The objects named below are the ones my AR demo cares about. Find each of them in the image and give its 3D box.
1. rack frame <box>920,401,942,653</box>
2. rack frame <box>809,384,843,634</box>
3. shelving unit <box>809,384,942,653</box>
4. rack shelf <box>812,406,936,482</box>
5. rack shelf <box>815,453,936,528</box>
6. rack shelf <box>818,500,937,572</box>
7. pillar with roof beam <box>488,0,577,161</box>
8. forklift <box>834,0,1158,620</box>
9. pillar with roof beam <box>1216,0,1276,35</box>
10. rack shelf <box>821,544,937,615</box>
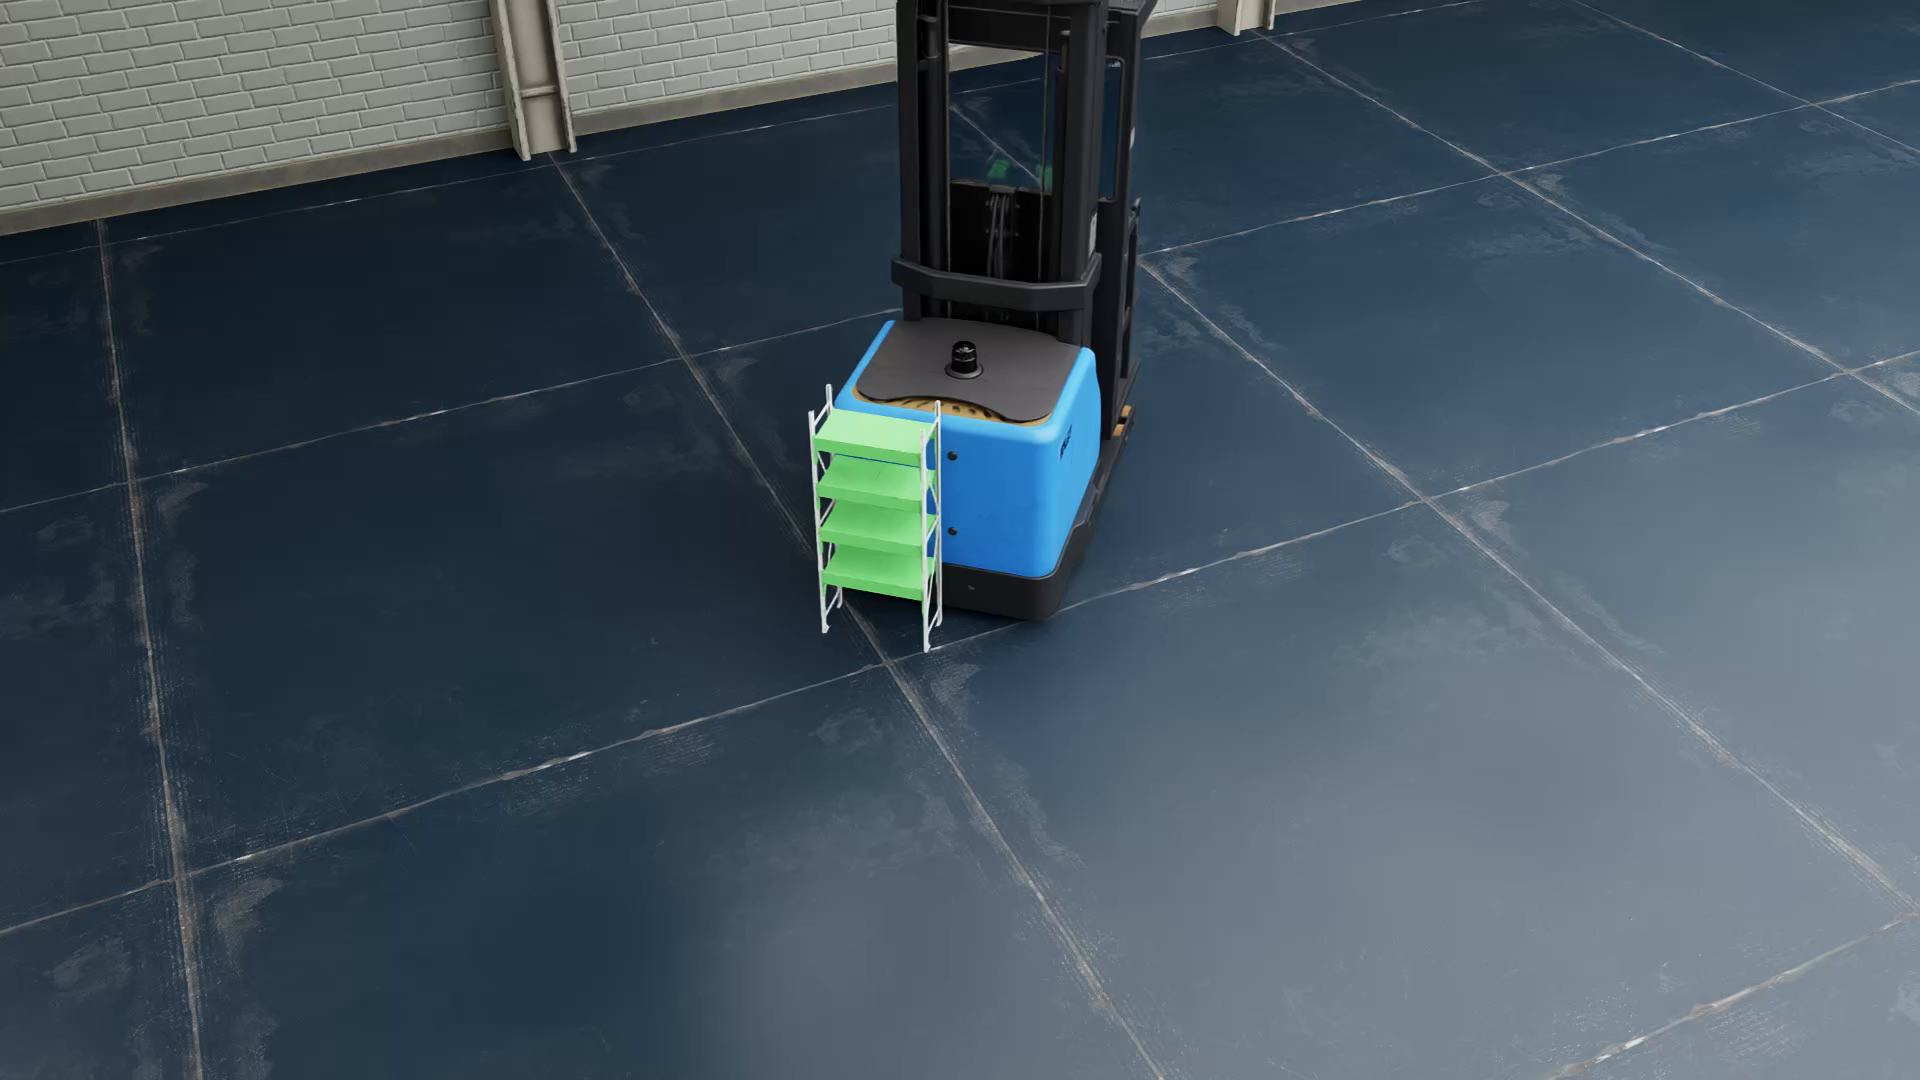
[{"bbox_3d":[-0.124,-0.038,7.294,0.015,1.200,0.240,10,38,13],"label":"rack frame"},{"bbox_3d":[-0.594,-0.118,7.402,0.015,1.200,0.240,10,38,13],"label":"rack frame"},{"bbox_3d":[-0.359,-0.078,7.348,0.503,1.200,0.258,10,38,13],"label":"shelving unit"},{"bbox_3d":[-0.359,-0.412,7.100,0.480,0.148,0.258,10,38,13],"label":"rack shelf"},{"bbox_3d":[-0.359,-0.220,7.243,0.480,0.148,0.258,10,38,13],"label":"rack shelf"},{"bbox_3d":[-0.359,-0.027,7.386,0.480,0.148,0.258,10,38,13],"label":"rack shelf"},{"bbox_3d":[-1.188,-4.141,6.280,0.400,9.000,9.100,-16,39,-20],"label":"pillar with roof beam"},{"bbox_3d":[0.325,-1.687,8.065,1.130,2.935,3.031,10,38,13],"label":"forklift"},{"bbox_3d":[4.243,-5.660,8.327,0.400,9.000,9.100,-16,39,-20],"label":"pillar with roof beam"},{"bbox_3d":[-0.359,0.166,7.529,0.480,0.148,0.258,10,38,13],"label":"rack shelf"}]
